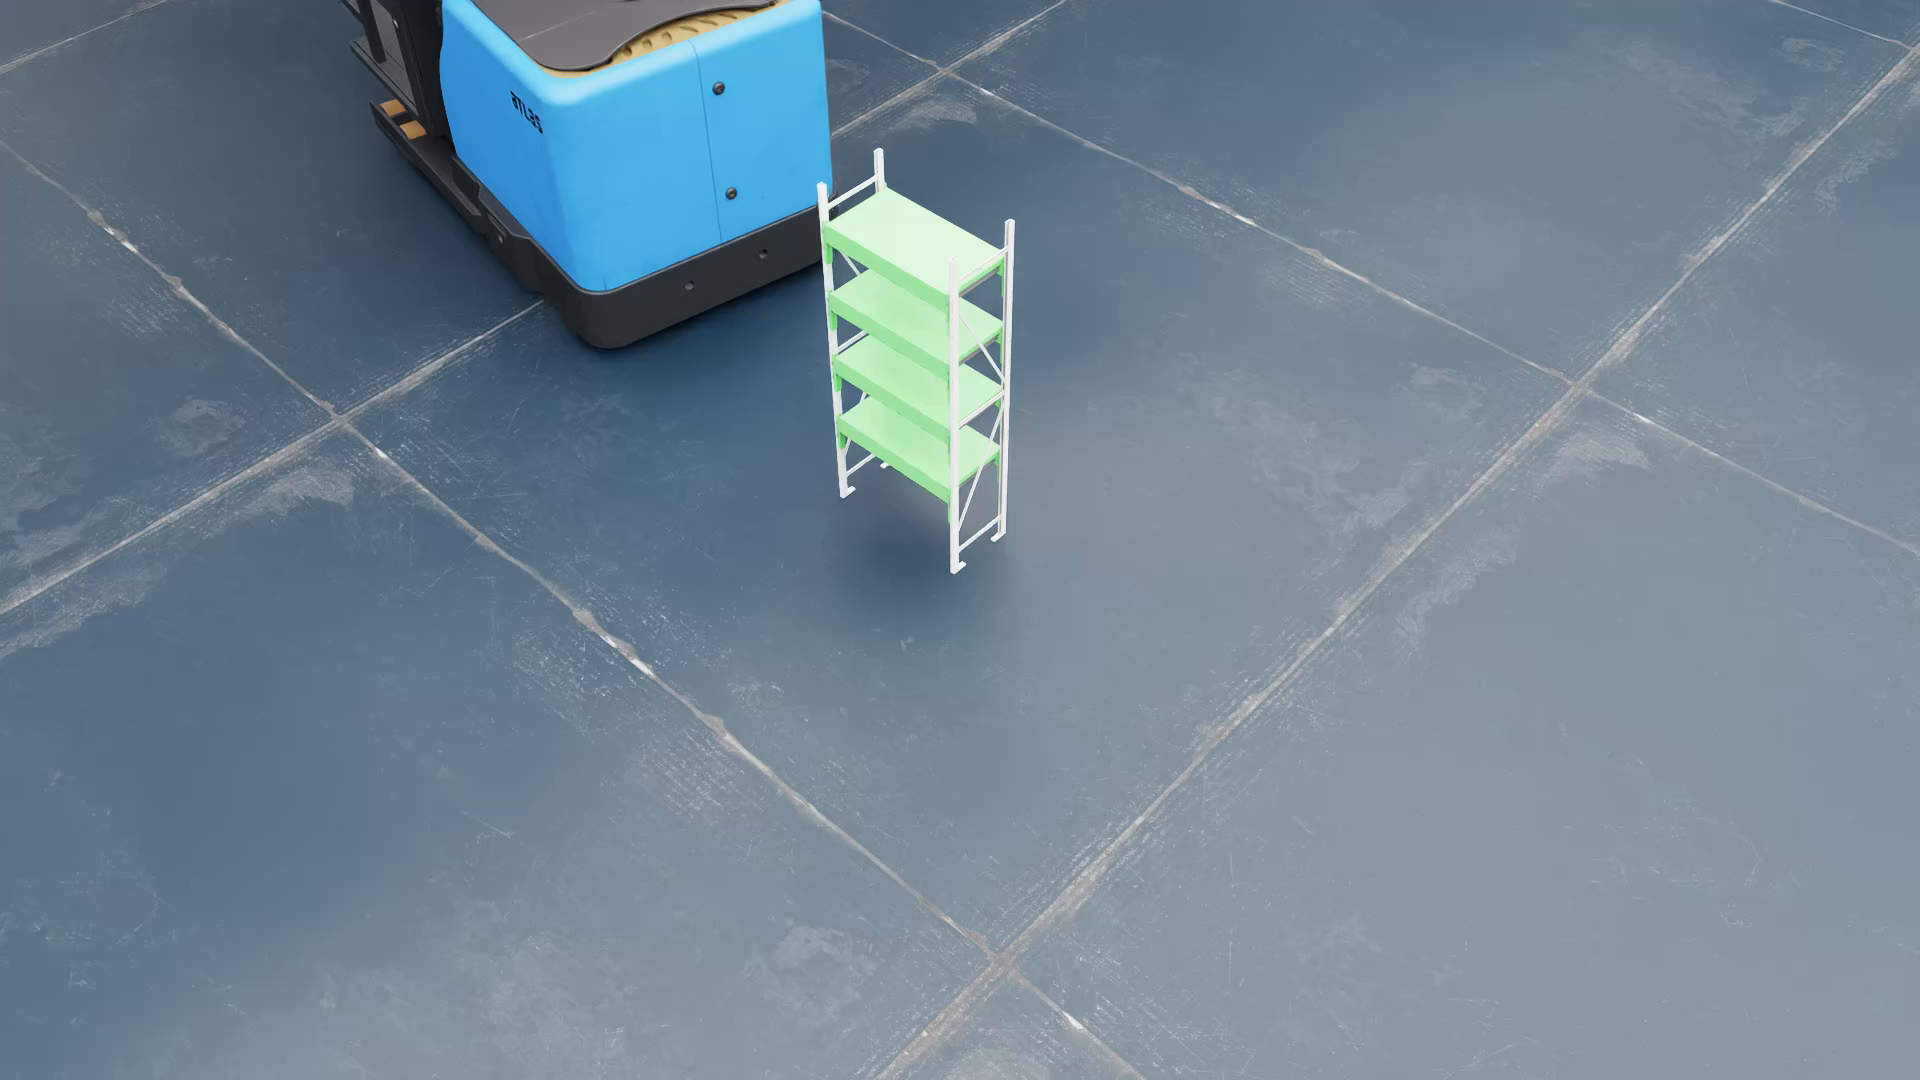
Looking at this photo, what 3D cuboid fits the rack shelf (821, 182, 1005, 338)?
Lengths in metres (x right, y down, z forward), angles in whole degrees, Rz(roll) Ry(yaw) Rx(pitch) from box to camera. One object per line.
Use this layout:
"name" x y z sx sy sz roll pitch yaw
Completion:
"rack shelf" -0.122 -0.777 4.586 0.480 0.148 0.258 34 55 28

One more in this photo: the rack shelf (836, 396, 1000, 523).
"rack shelf" -0.122 -0.285 5.111 0.480 0.148 0.258 34 55 28

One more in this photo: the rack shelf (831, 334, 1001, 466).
"rack shelf" -0.122 -0.449 4.936 0.480 0.148 0.258 34 55 28

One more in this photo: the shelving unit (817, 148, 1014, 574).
"shelving unit" -0.122 -0.493 4.889 0.503 1.200 0.258 34 55 28

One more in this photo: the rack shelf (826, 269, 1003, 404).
"rack shelf" -0.122 -0.613 4.761 0.480 0.148 0.258 34 55 28

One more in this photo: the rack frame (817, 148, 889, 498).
"rack frame" -0.301 -0.613 5.003 0.015 1.200 0.240 34 55 28

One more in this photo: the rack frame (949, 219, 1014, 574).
"rack frame" 0.058 -0.372 4.776 0.015 1.200 0.240 34 55 28

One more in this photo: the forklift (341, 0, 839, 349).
"forklift" -1.722 -2.702 5.776 1.130 2.935 3.031 -28 53 -24
